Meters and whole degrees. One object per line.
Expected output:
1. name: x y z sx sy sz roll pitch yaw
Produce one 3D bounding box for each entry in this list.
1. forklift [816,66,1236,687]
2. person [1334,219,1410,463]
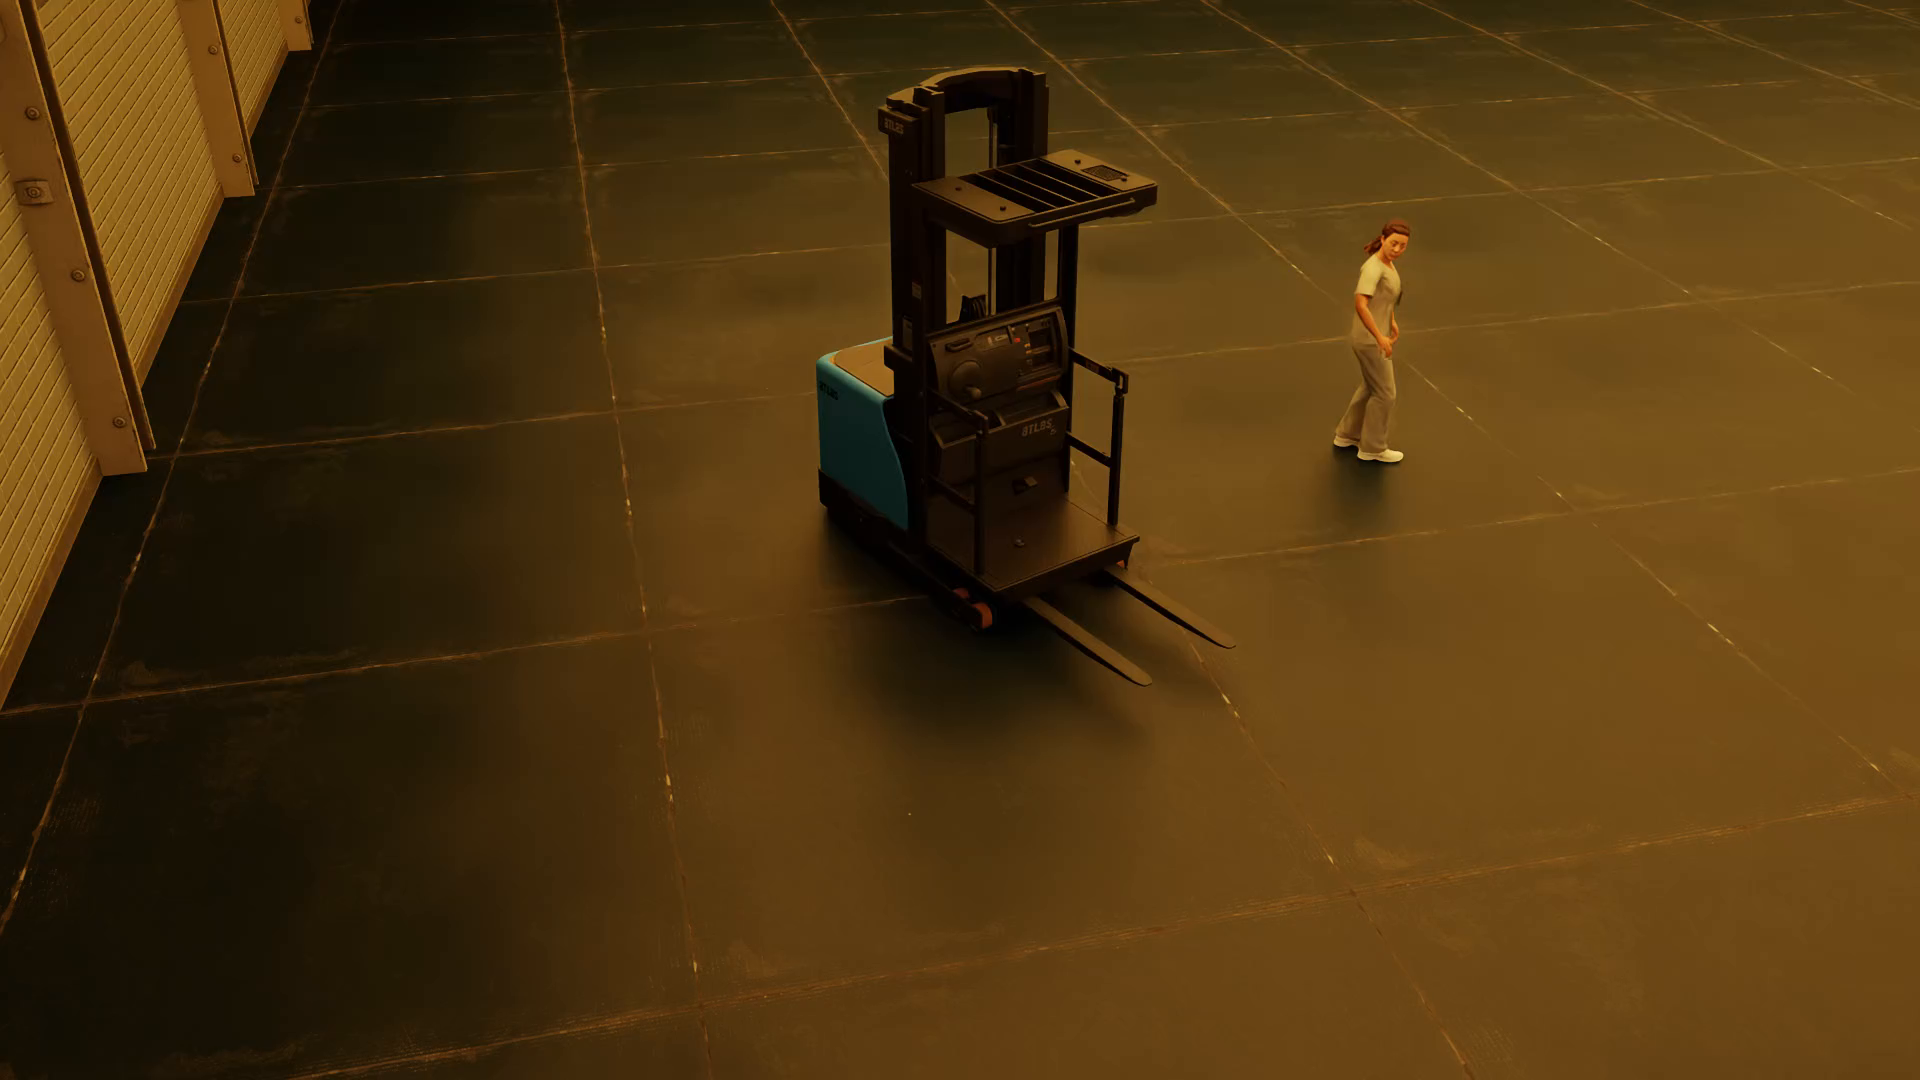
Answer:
1. forklift: 0.355 -1.021 9.338 1.130 2.935 3.031 -20 35 -30
2. person: 2.849 -1.346 11.192 0.478 1.642 0.630 8 31 13
